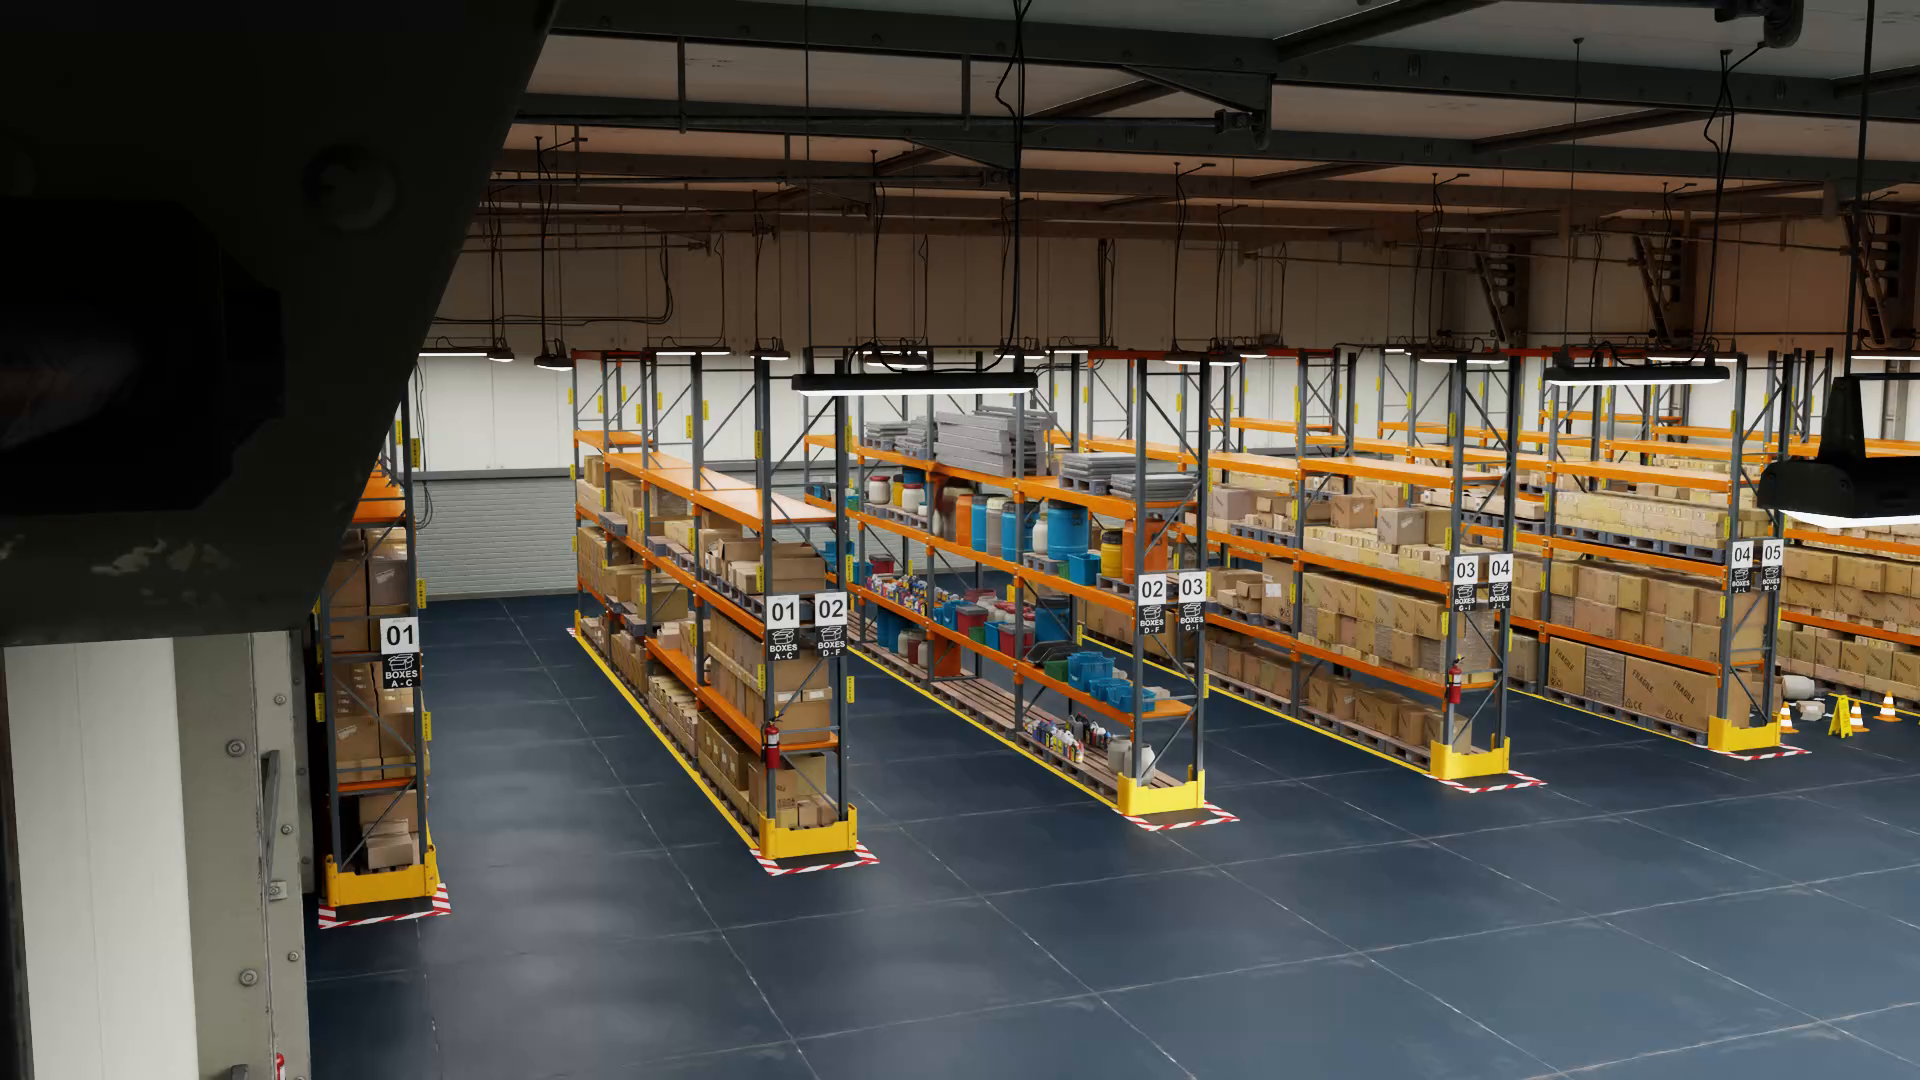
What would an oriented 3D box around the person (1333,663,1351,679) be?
[{"bbox_3d":[6.729,1.790,29.443,0.548,1.790,0.489,6,9,38],"label":"person"}]
